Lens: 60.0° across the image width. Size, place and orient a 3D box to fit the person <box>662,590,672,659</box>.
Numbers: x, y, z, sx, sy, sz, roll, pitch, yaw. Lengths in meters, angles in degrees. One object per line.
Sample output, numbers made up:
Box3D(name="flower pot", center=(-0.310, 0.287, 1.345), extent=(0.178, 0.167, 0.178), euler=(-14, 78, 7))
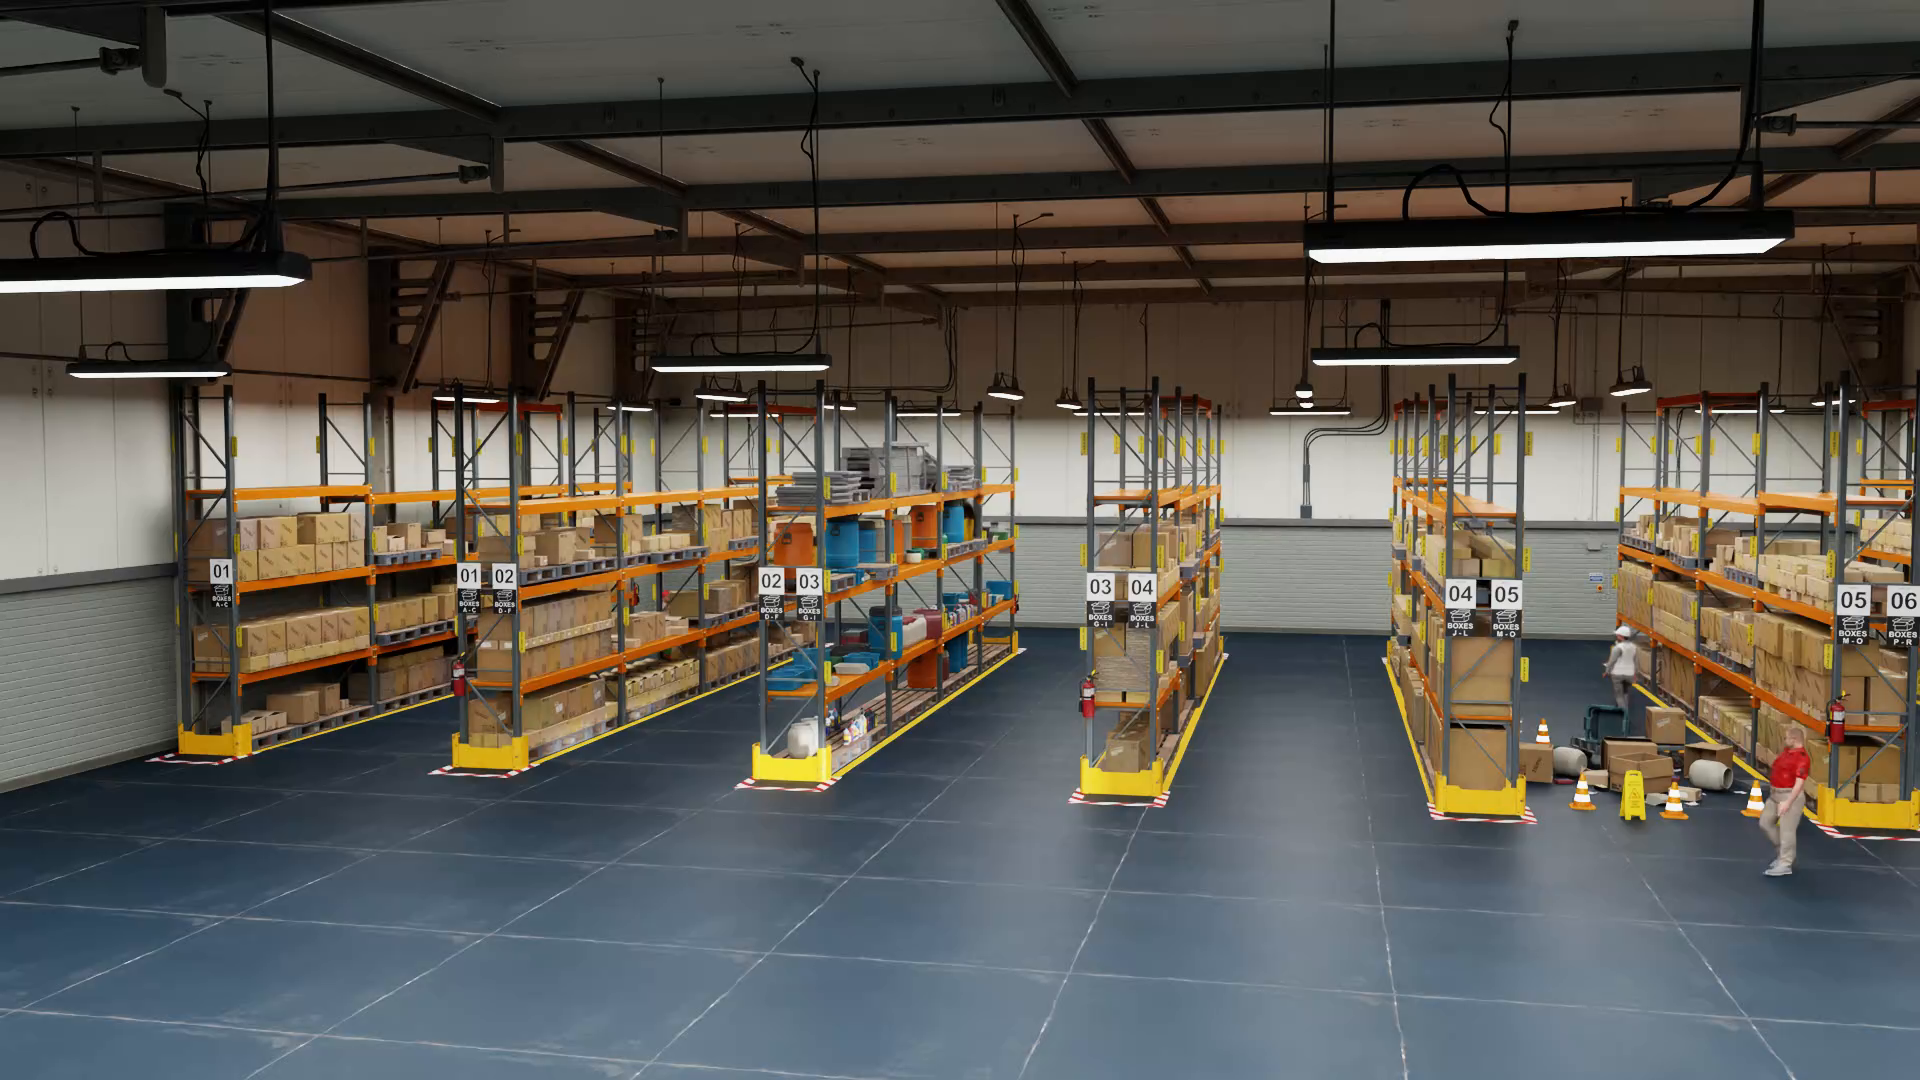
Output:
Box3D(name="person", center=(-6.493, 2.017, 37.232), extent=(0.483, 1.782, 0.625), euler=(0, 3, -1))

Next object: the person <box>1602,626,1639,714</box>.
Box3D(name="person", center=(11.879, 2.443, 29.848), extent=(0.597, 1.801, 0.689), euler=(0, 3, -1))

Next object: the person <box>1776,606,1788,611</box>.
Box3D(name="person", center=(18.966, 2.030, 38.326), extent=(0.777, 1.615, 0.468), euler=(0, 3, 5))

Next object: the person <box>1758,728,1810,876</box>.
Box3D(name="person", center=(9.649, 3.062, 19.497), extent=(0.531, 1.751, 0.616), euler=(0, 3, -7))
